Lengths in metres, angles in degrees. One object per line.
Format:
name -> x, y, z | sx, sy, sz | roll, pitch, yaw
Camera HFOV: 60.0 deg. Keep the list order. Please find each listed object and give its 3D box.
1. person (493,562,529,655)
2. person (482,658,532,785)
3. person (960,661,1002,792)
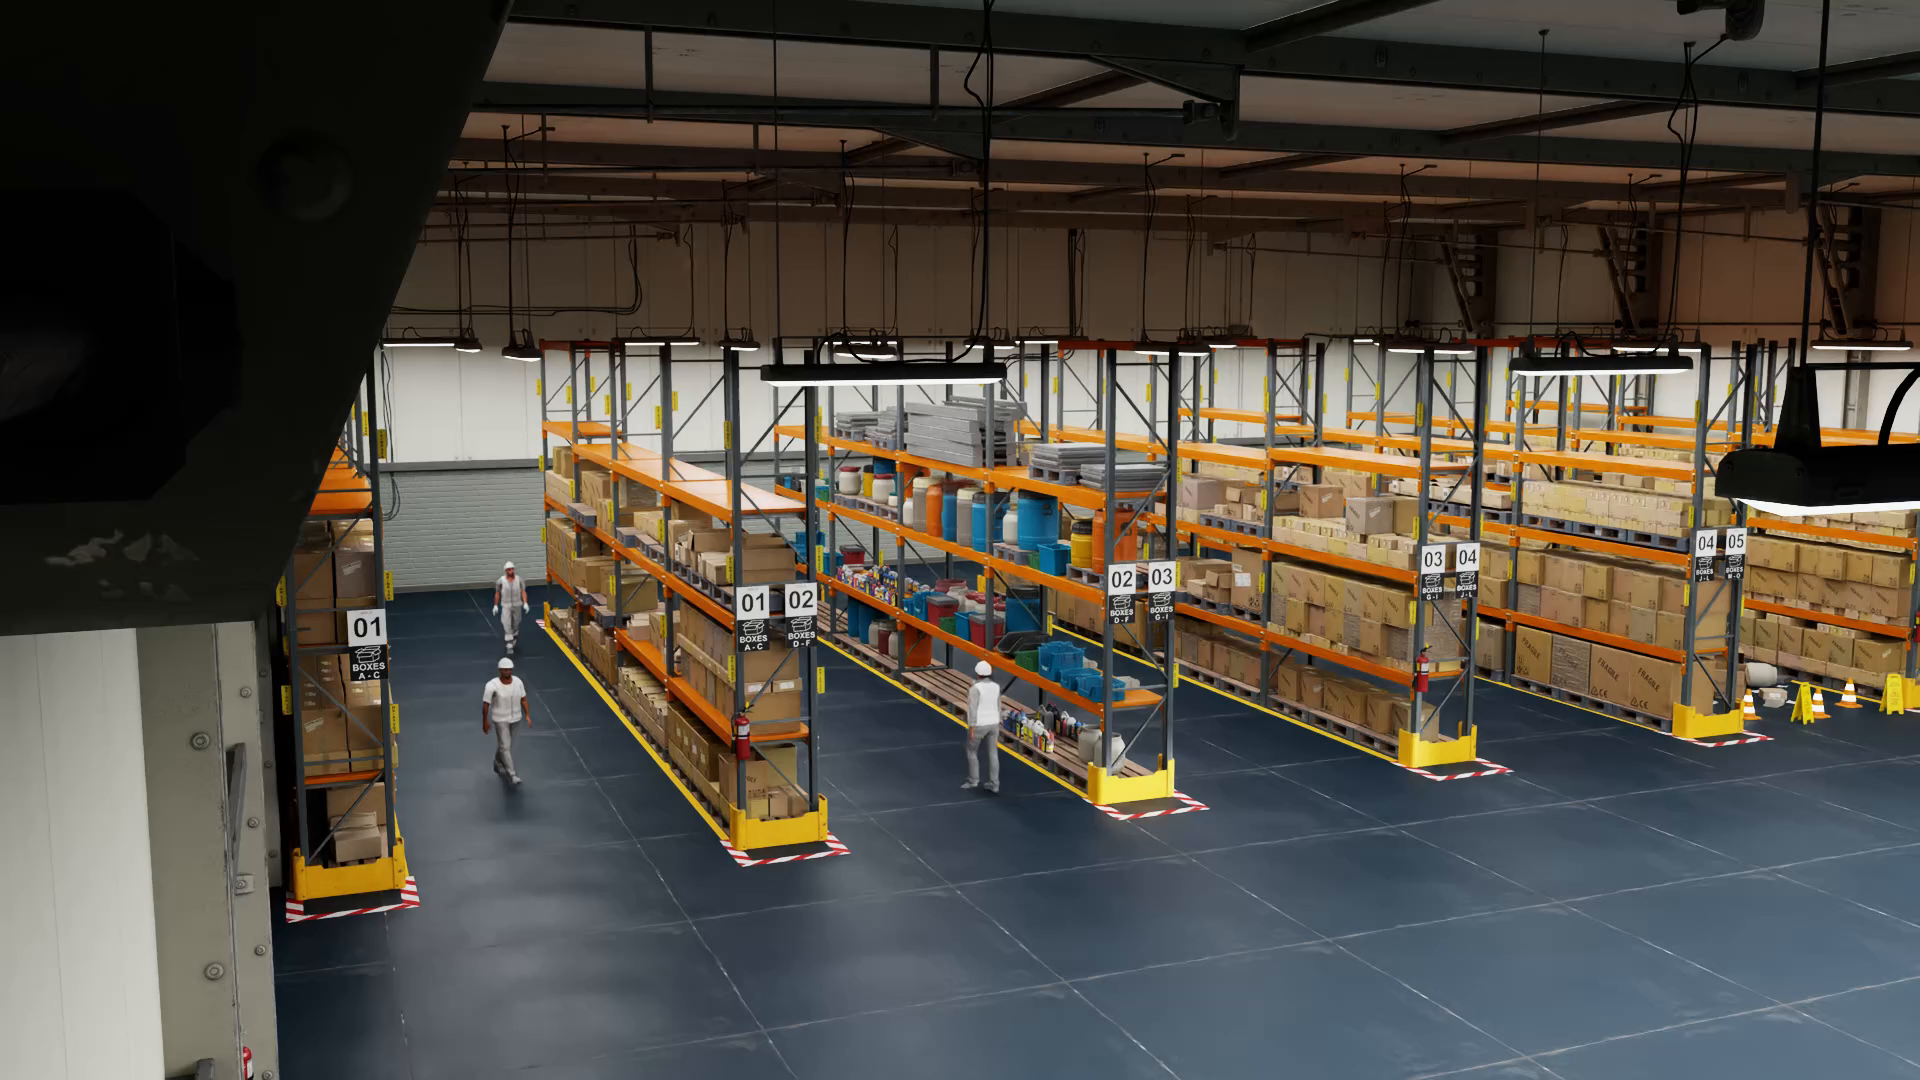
person -> -8.641, 1.285, 31.998 | 0.658, 1.724, 1.034 | -3, 8, -21
person -> -6.210, 2.476, 22.958 | 1.066, 1.703, 0.591 | 6, 10, 40
person -> 0.343, 2.547, 22.600 | 0.570, 1.814, 0.624 | -5, 9, -31
